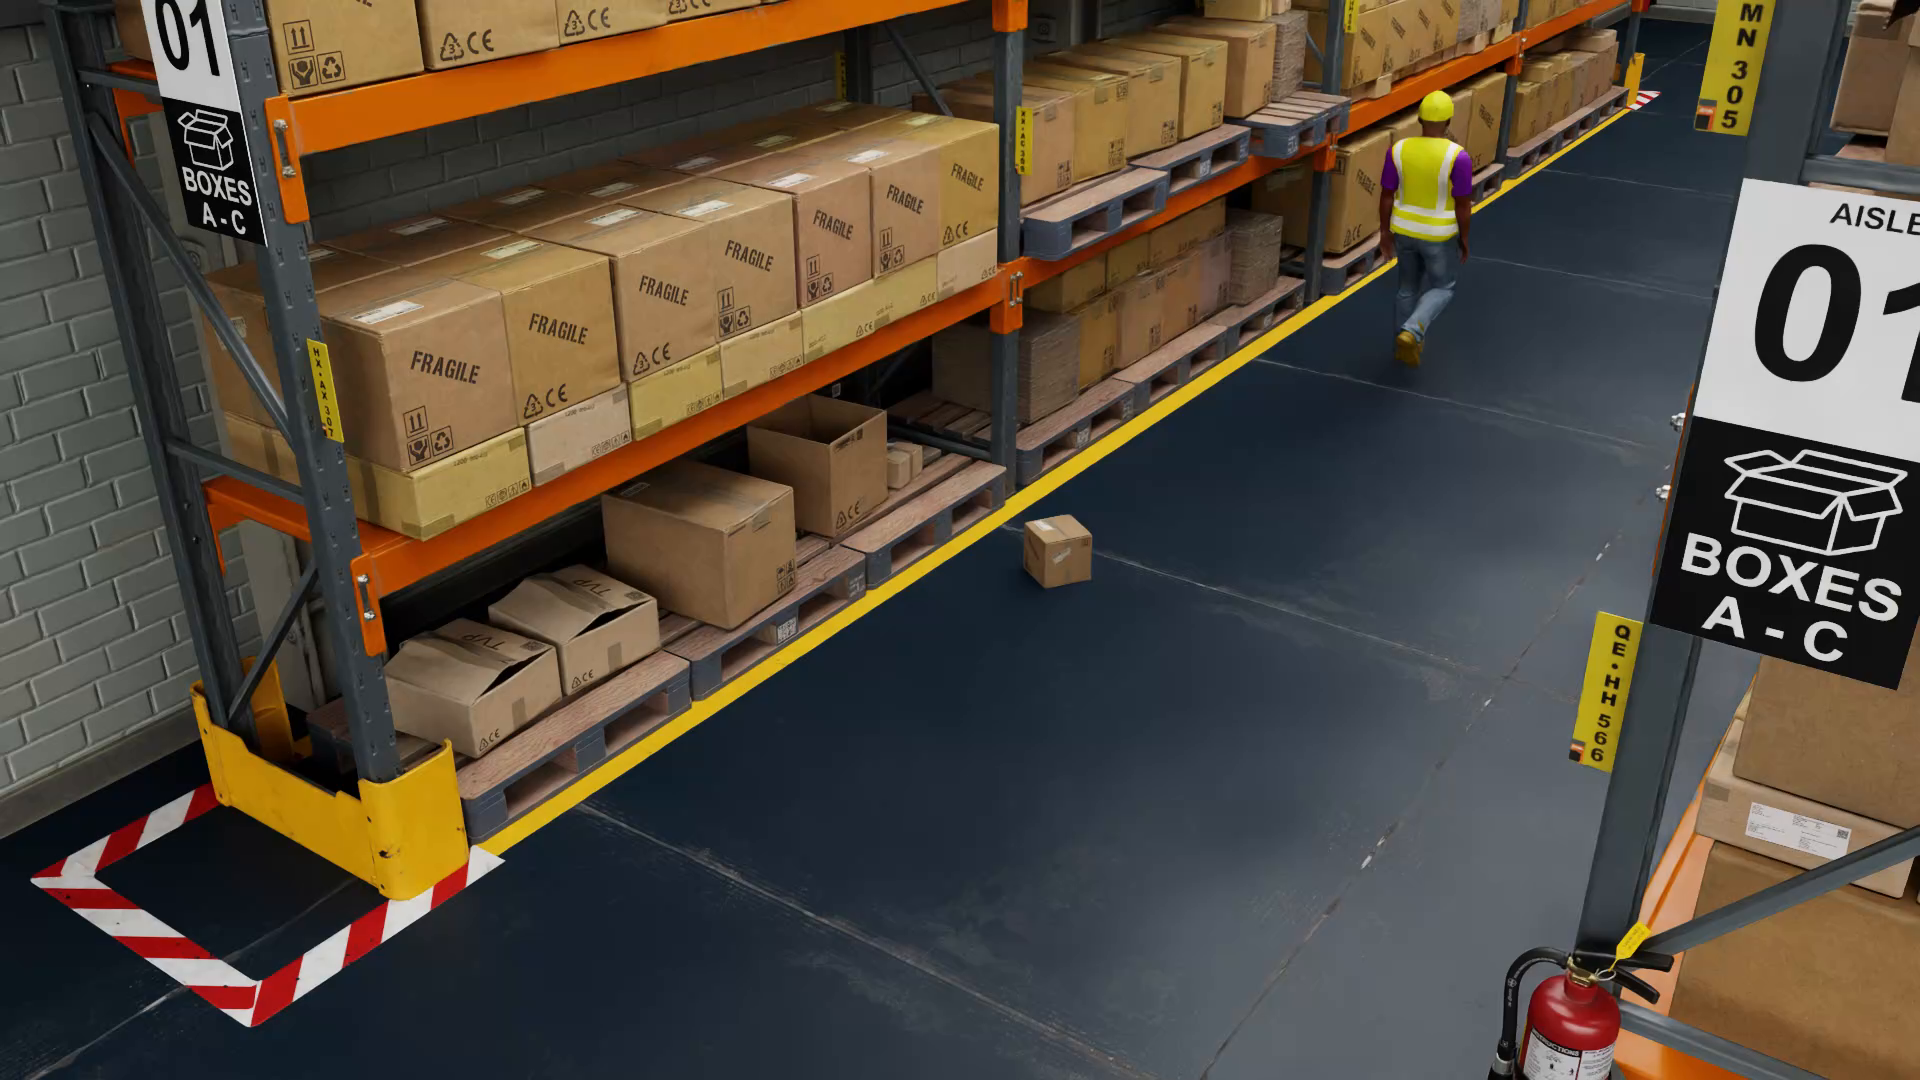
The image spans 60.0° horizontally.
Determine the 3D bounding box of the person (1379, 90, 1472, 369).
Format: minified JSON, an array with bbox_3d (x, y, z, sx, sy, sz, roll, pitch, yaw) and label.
[{"bbox_3d":[2.885,-1.911,10.345,0.566,1.754,0.706,19,33,33],"label":"person"}]
